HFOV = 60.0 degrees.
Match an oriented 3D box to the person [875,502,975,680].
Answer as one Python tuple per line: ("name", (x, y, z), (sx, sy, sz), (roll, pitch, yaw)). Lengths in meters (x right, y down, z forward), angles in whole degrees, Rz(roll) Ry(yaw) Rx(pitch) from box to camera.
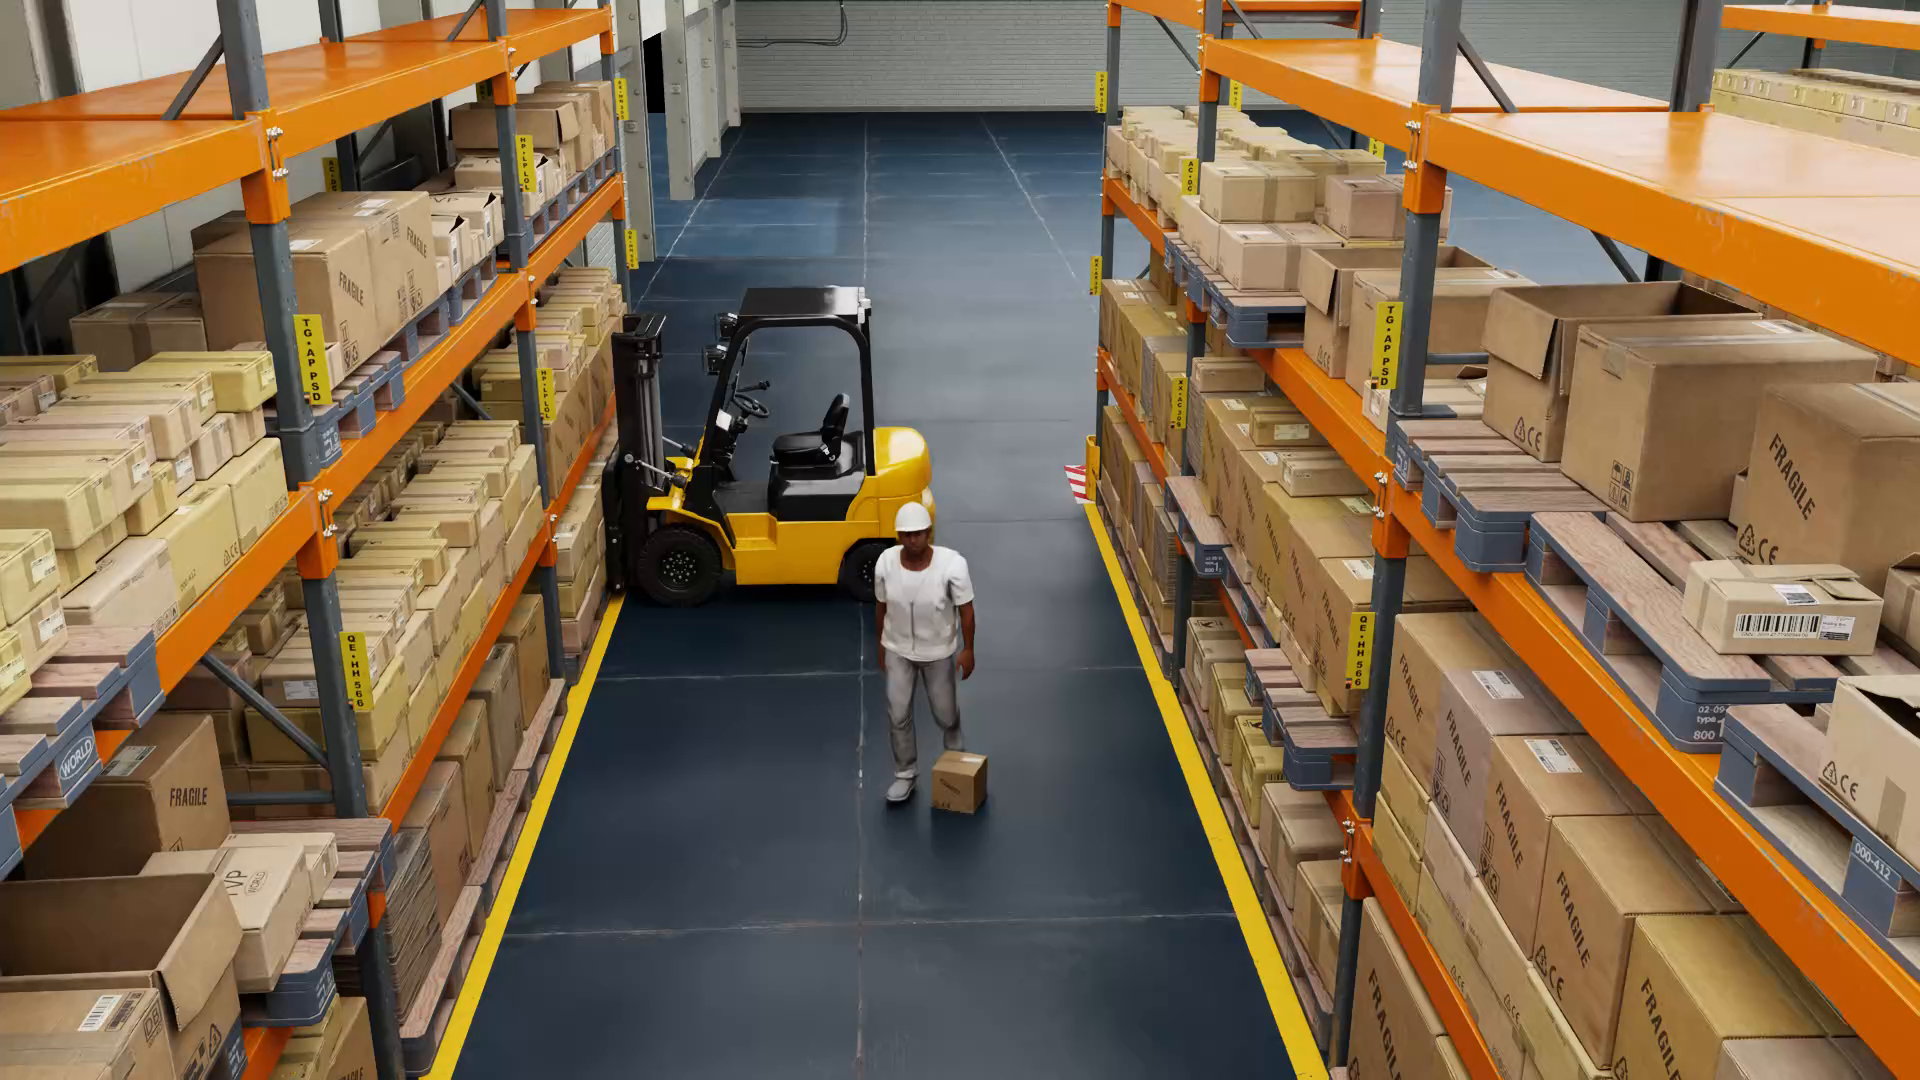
("person", (-0.211, 0.307, 9.243), (0.587, 1.082, 0.371), (4, 21, 11))
